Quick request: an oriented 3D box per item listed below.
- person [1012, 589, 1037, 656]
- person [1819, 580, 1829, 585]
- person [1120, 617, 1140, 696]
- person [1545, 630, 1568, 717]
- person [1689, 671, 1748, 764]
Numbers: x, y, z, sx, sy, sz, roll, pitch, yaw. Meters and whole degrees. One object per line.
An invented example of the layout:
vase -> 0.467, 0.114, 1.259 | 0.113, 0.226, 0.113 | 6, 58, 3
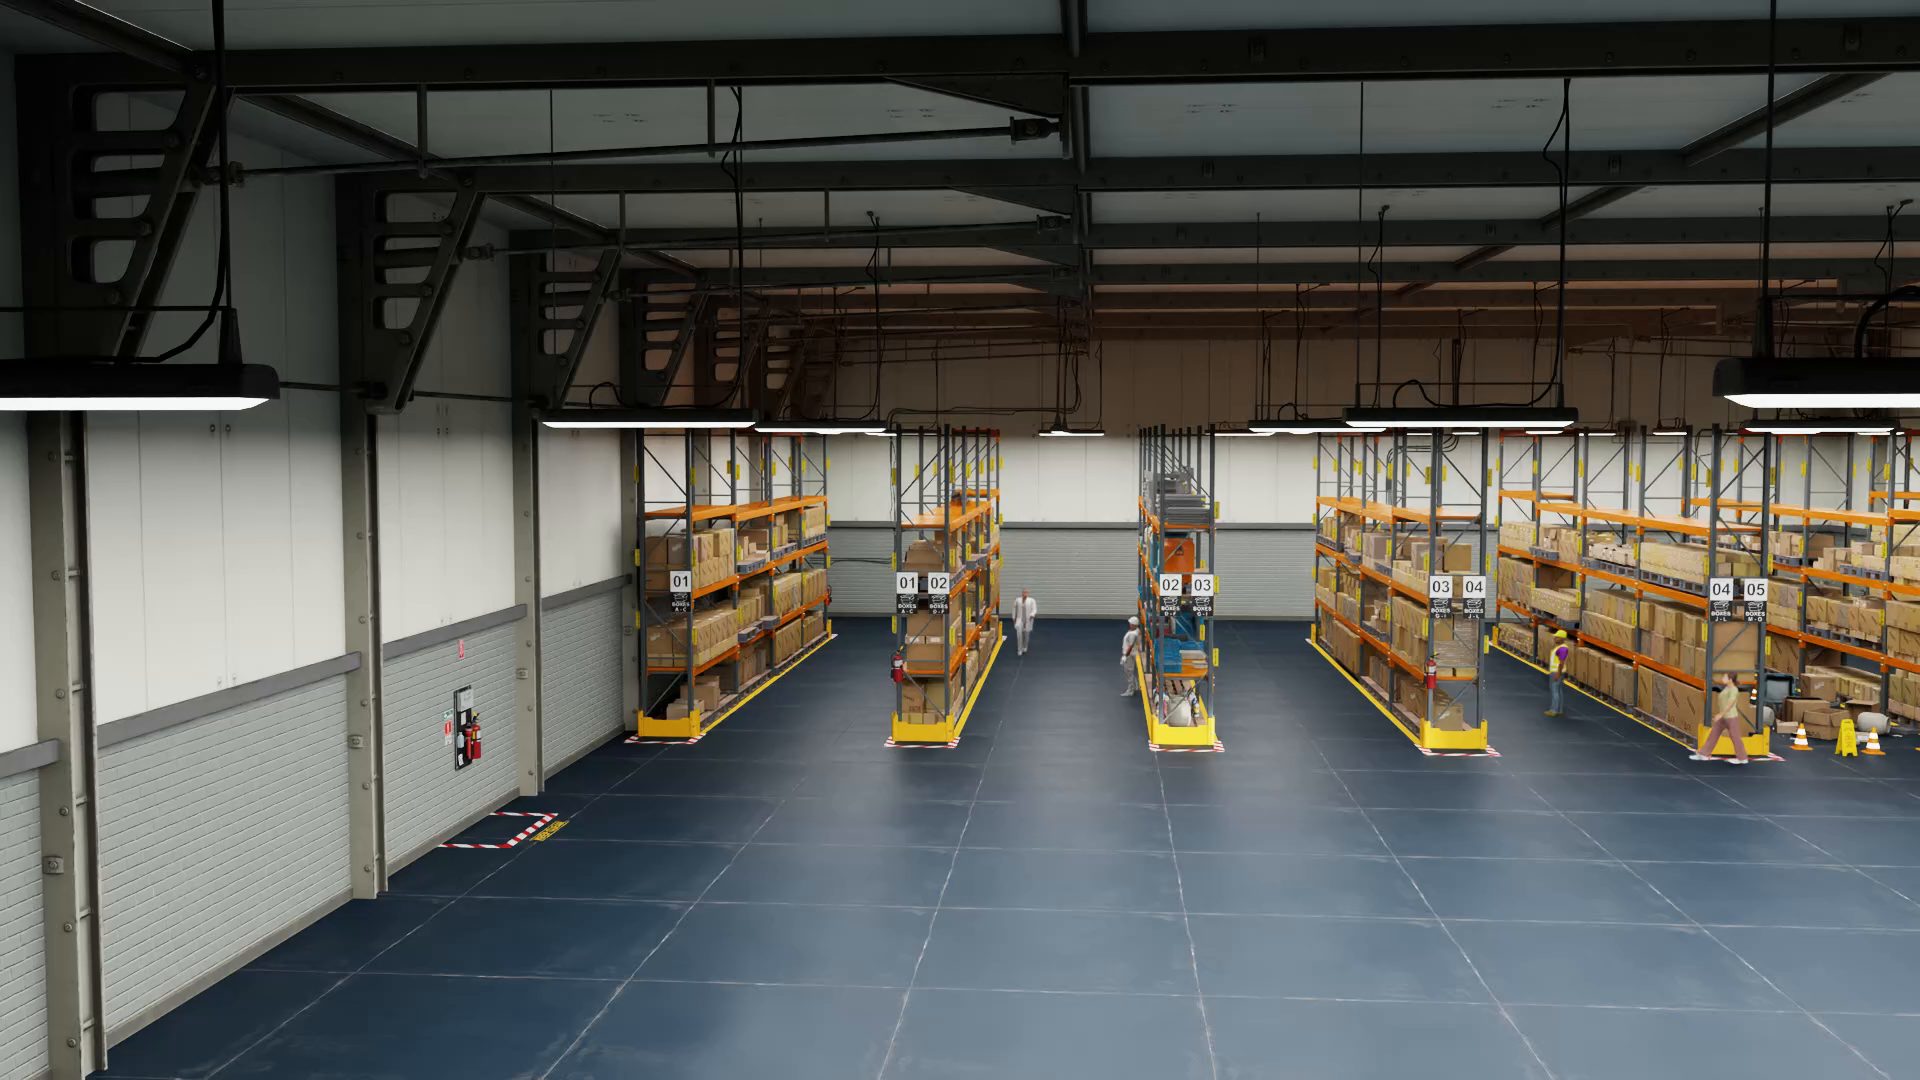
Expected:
person -> 1.717, 2.198, 44.335 | 0.662, 1.813, 0.935 | 0, 3, 5
person -> 24.874, 1.970, 47.897 | 0.475, 1.624, 0.998 | 3, 4, 36
person -> 3.786, 2.577, 37.082 | 0.468, 1.774, 0.680 | 0, 3, 3
person -> 12.365, 2.749, 34.419 | 0.447, 1.776, 0.584 | 2, 4, 29
person -> 13.365, 3.107, 29.189 | 0.911, 1.635, 0.495 | 0, 3, 0
